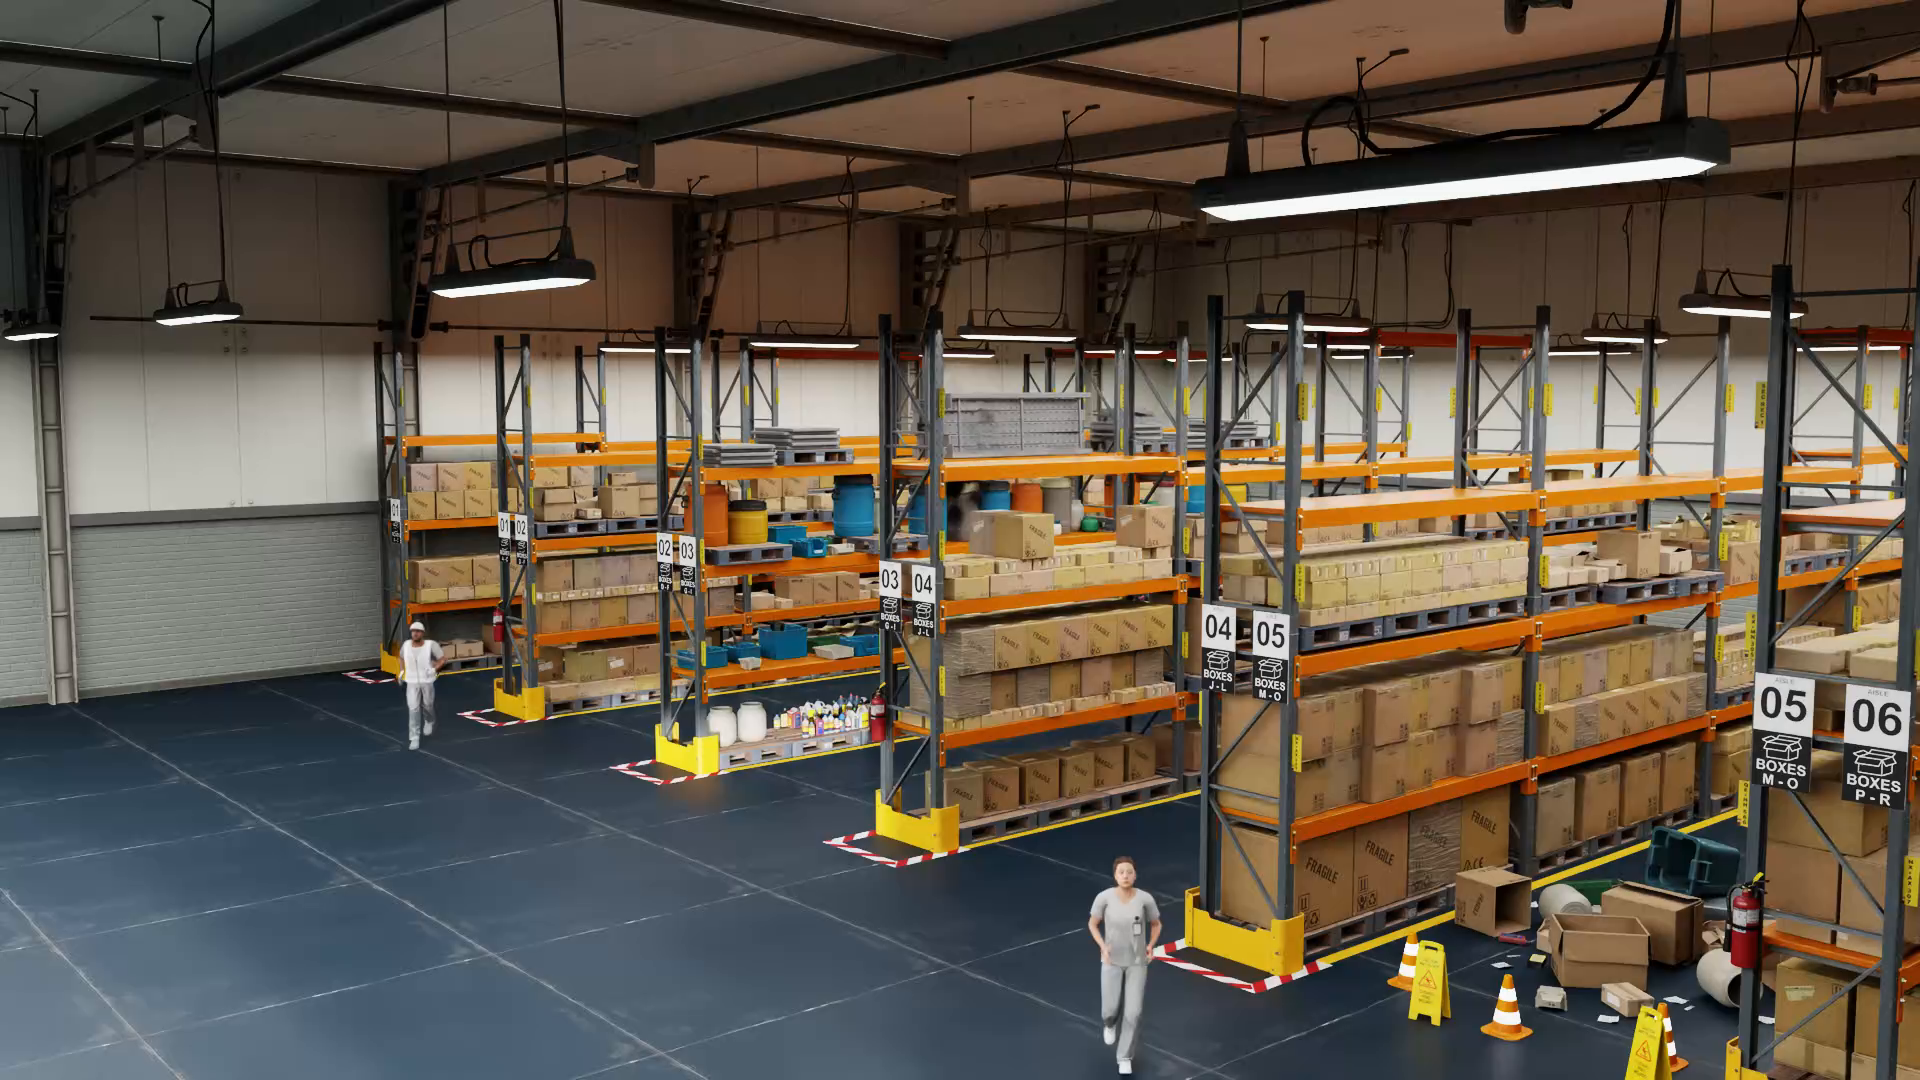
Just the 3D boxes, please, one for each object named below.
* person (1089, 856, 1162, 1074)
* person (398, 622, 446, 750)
[{"bbox_3d":[1.263,3.201,12.691,0.562,1.618,0.593,0,5,2],"label":"person"},{"bbox_3d":[-7.793,2.066,24.087,0.684,1.793,0.909,-1,5,-8],"label":"person"}]
